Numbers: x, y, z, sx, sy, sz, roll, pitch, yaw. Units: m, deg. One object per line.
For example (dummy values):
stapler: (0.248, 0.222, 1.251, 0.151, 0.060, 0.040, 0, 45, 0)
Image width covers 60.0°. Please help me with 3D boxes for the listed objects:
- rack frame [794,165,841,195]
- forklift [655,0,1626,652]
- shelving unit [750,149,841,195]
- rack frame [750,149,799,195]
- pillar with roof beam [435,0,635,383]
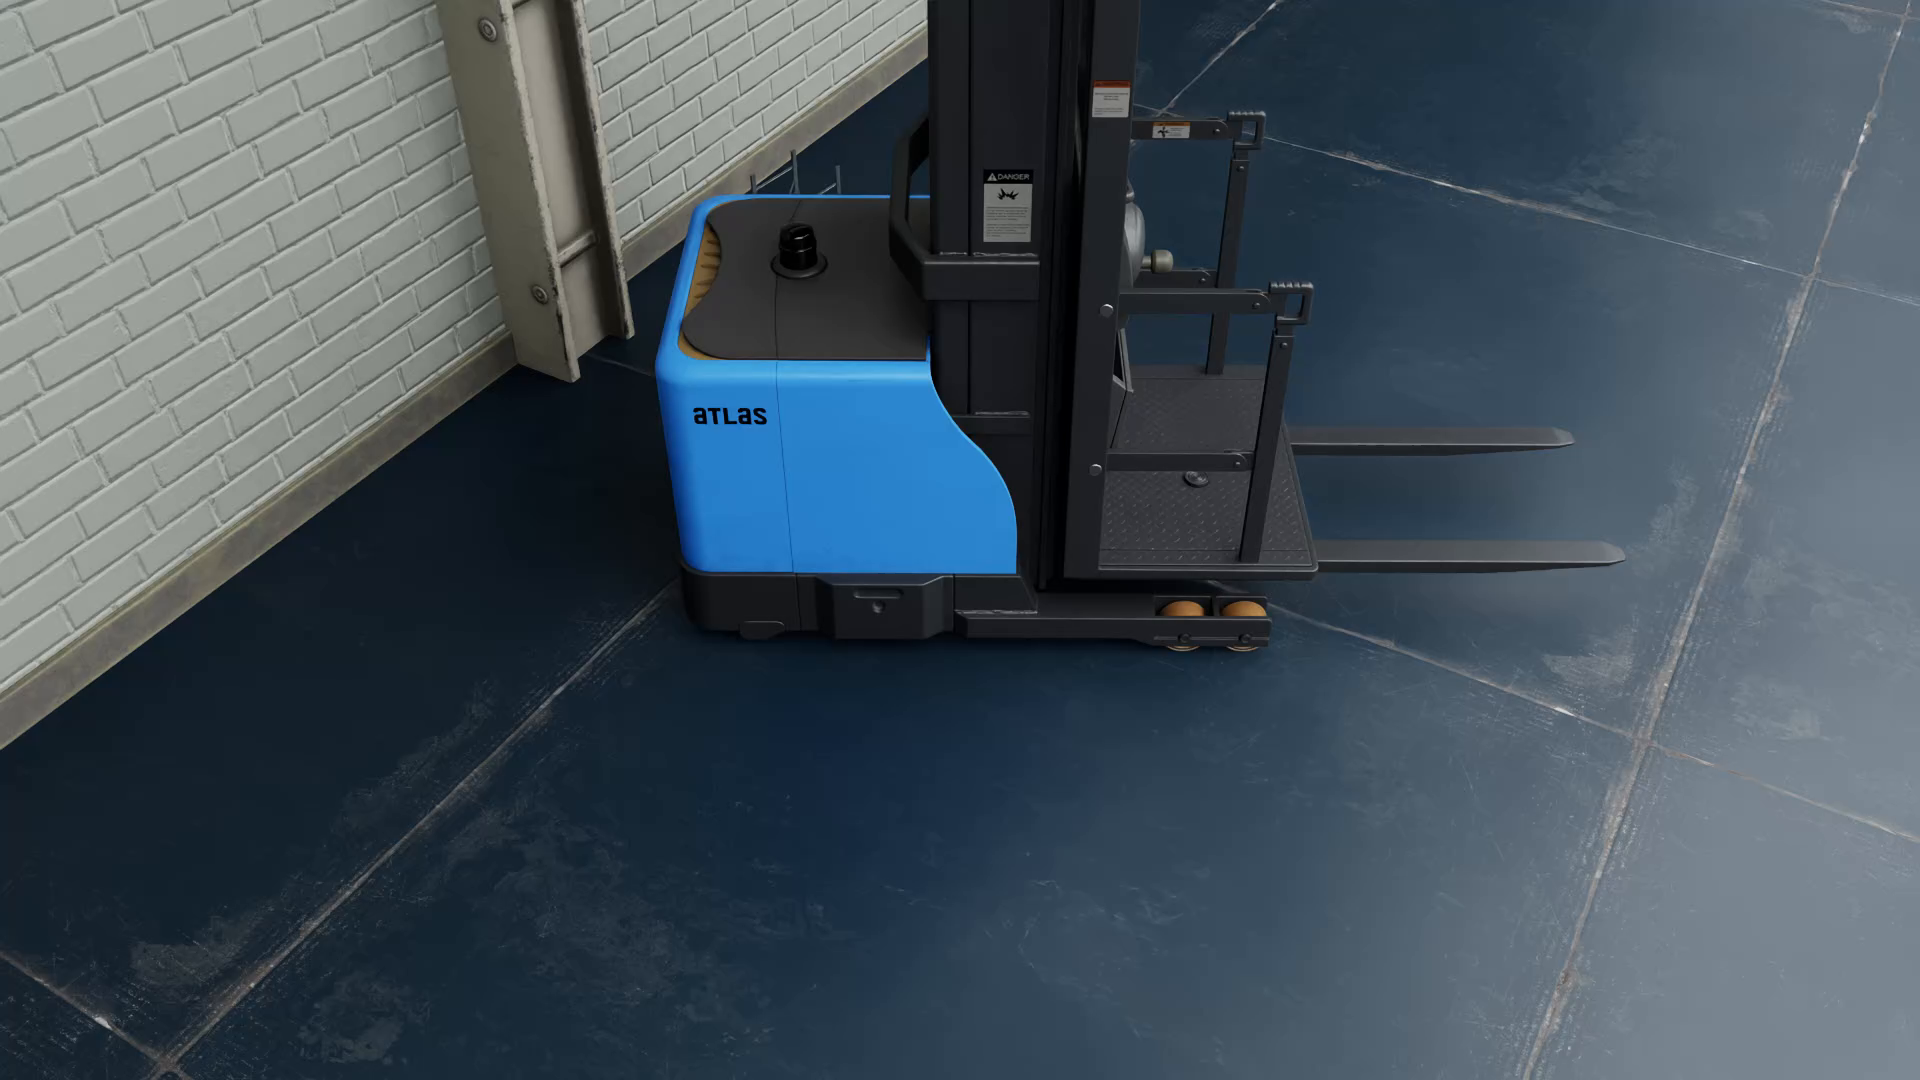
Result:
rack frame: (-0.500, -0.927, 6.121, 0.006, 0.900, 0.240, 26, 47, 26)
forklift: (0.630, -1.097, 4.778, 3.031, 2.935, 1.130, 0, 41, 0)
shelving unit: (-0.582, -0.966, 6.166, 0.210, 0.900, 0.258, 26, 47, 26)
rack frame: (-0.664, -1.006, 6.211, 0.006, 0.900, 0.240, 26, 47, 26)
pillar with roof beam: (2.191, -2.725, 2.035, 9.100, 9.000, 0.400, 21, 45, 22)
